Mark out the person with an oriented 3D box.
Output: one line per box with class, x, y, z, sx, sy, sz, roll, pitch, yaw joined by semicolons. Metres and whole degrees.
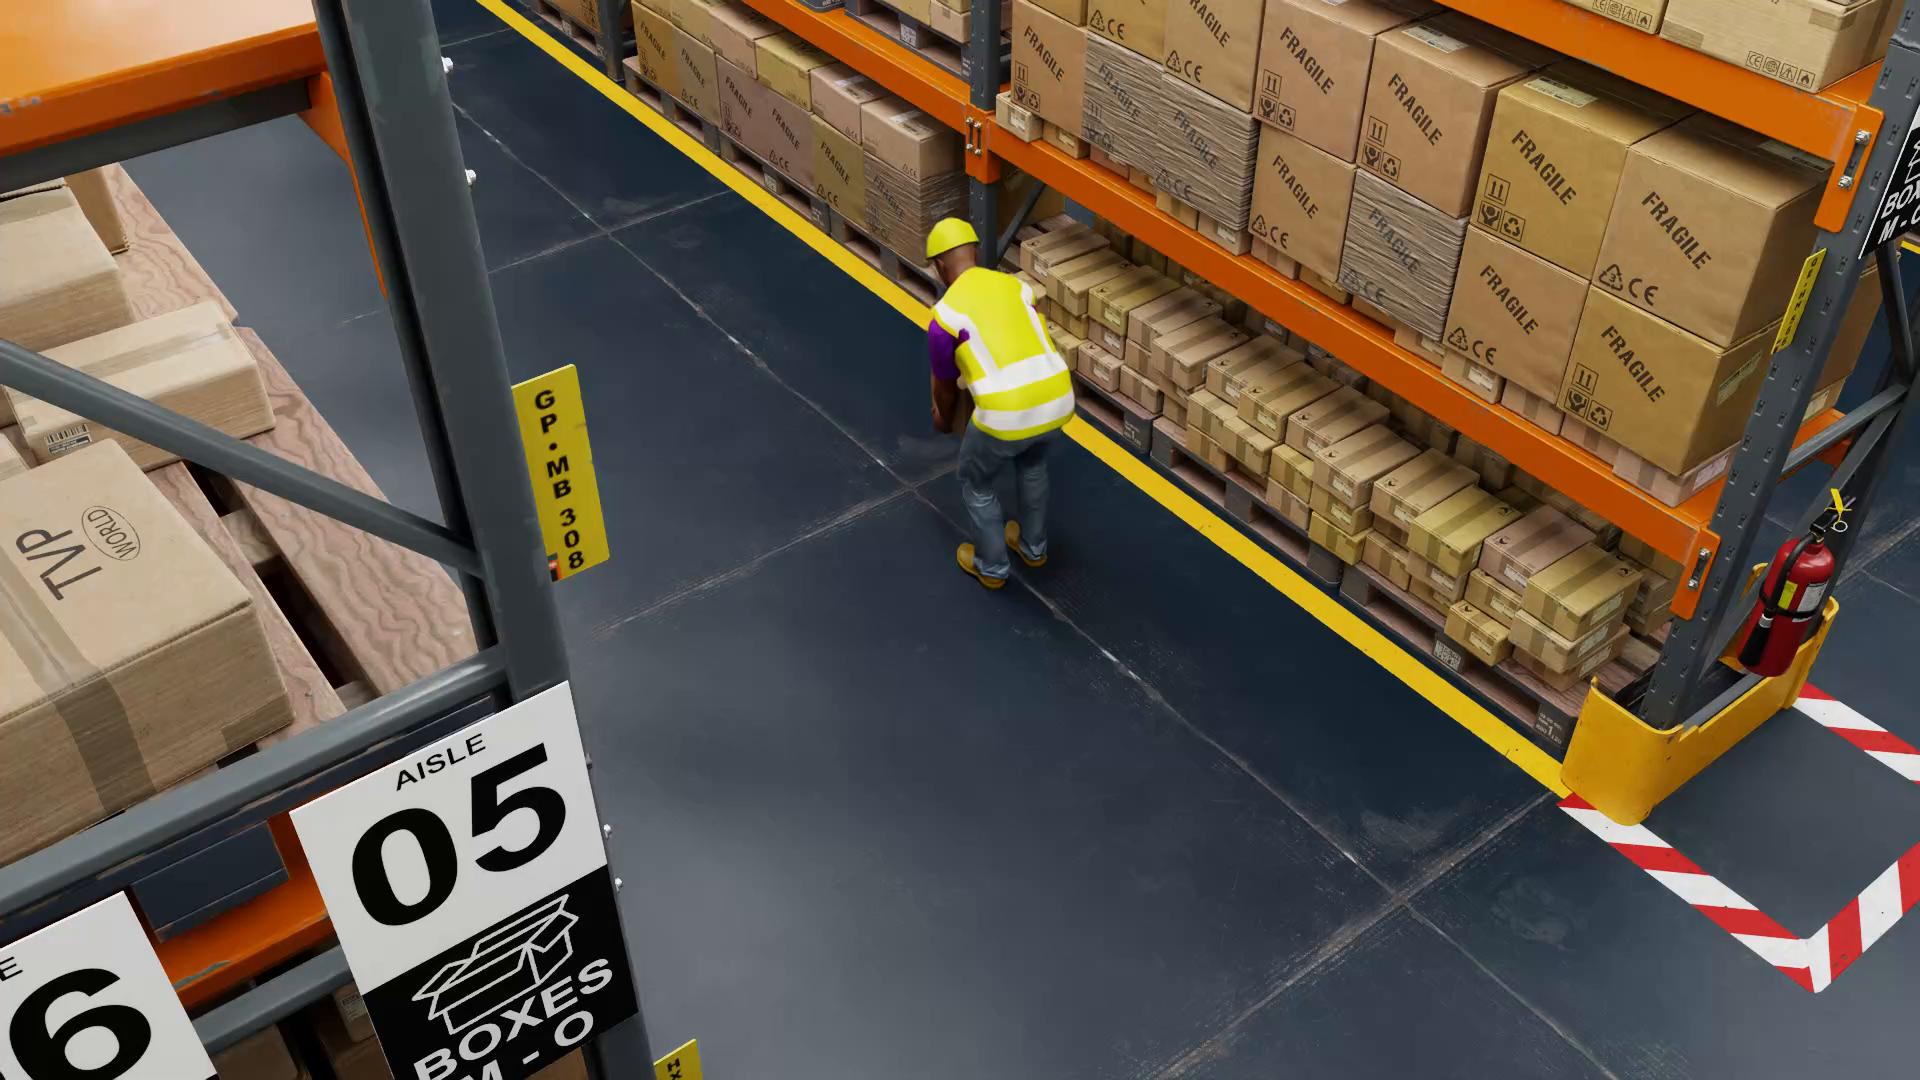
person;0.118;-0.562;7.014;0.487;1.497;0.832;-20;44;-22
